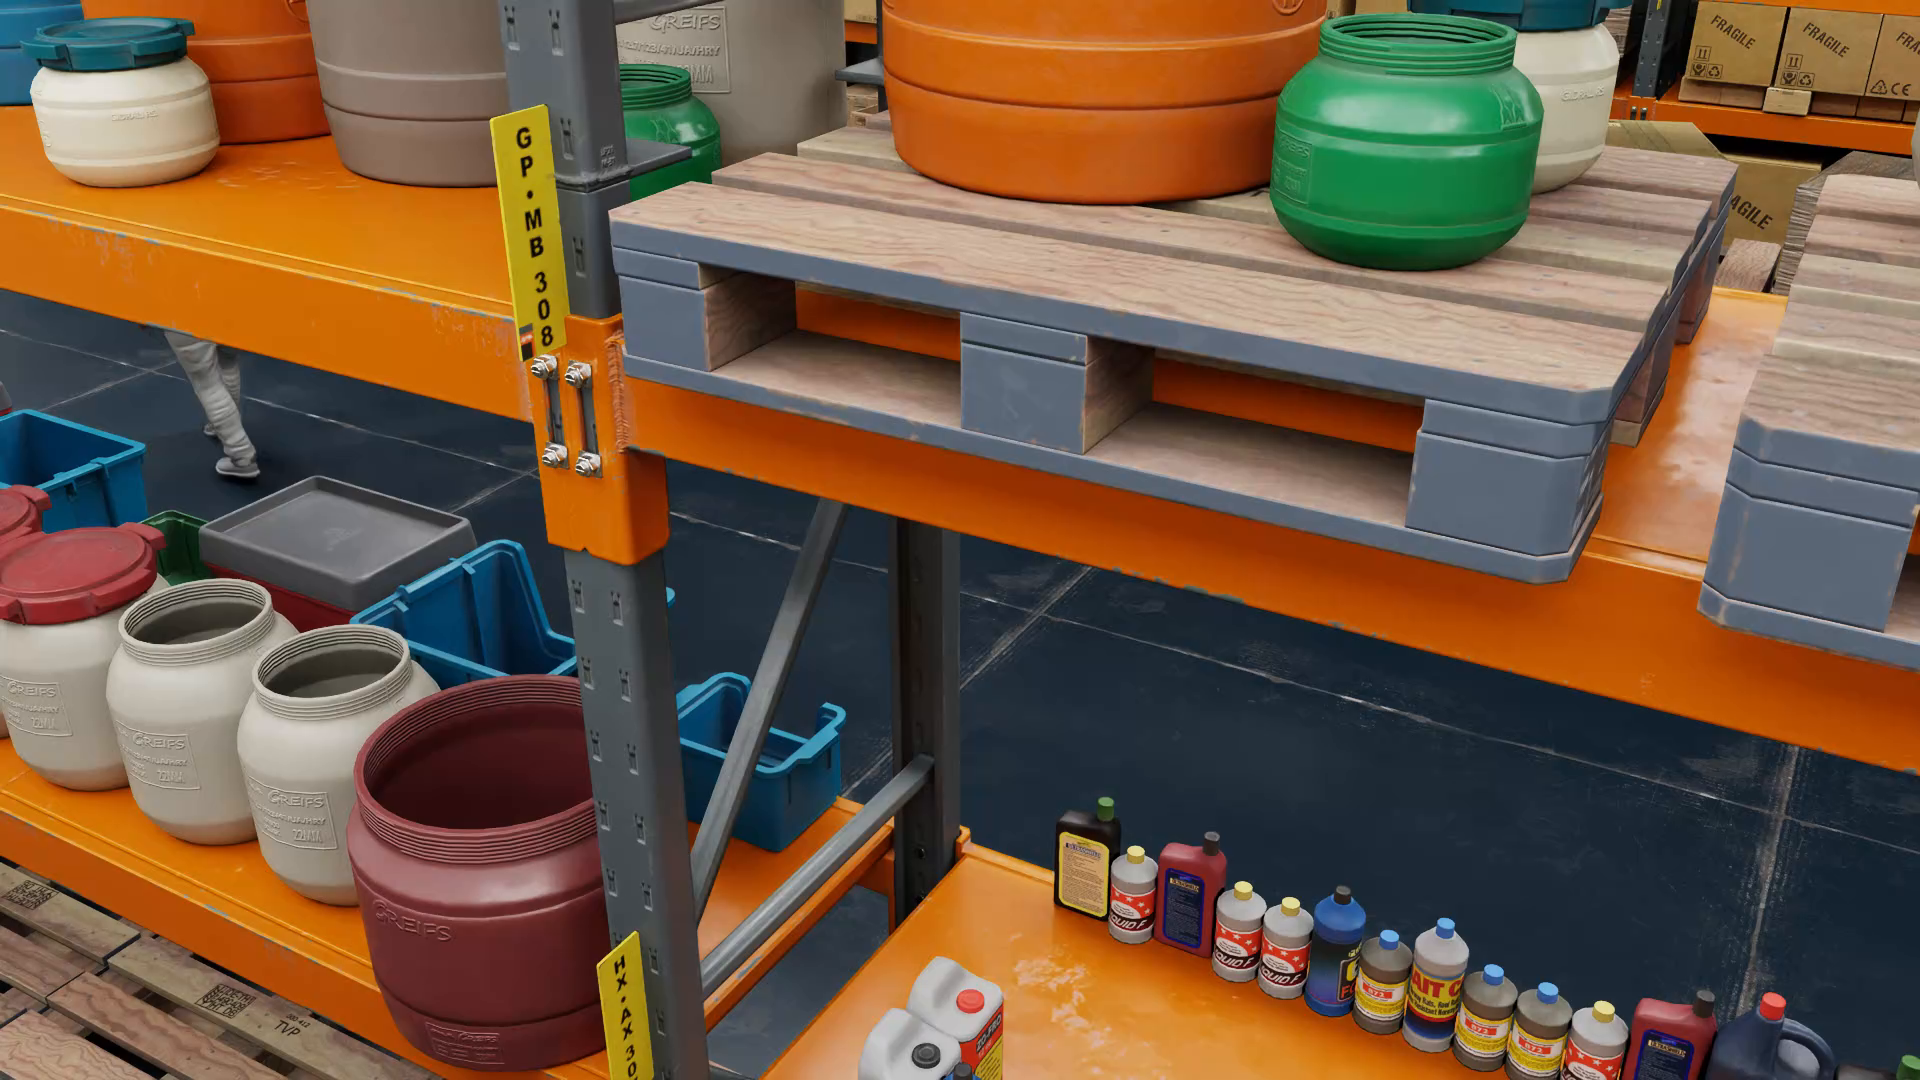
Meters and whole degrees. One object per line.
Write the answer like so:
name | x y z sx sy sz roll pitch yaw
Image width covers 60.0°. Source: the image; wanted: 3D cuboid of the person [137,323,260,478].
person | -3.896 -1.159 8.402 0.864 1.643 0.490 21 33 35
